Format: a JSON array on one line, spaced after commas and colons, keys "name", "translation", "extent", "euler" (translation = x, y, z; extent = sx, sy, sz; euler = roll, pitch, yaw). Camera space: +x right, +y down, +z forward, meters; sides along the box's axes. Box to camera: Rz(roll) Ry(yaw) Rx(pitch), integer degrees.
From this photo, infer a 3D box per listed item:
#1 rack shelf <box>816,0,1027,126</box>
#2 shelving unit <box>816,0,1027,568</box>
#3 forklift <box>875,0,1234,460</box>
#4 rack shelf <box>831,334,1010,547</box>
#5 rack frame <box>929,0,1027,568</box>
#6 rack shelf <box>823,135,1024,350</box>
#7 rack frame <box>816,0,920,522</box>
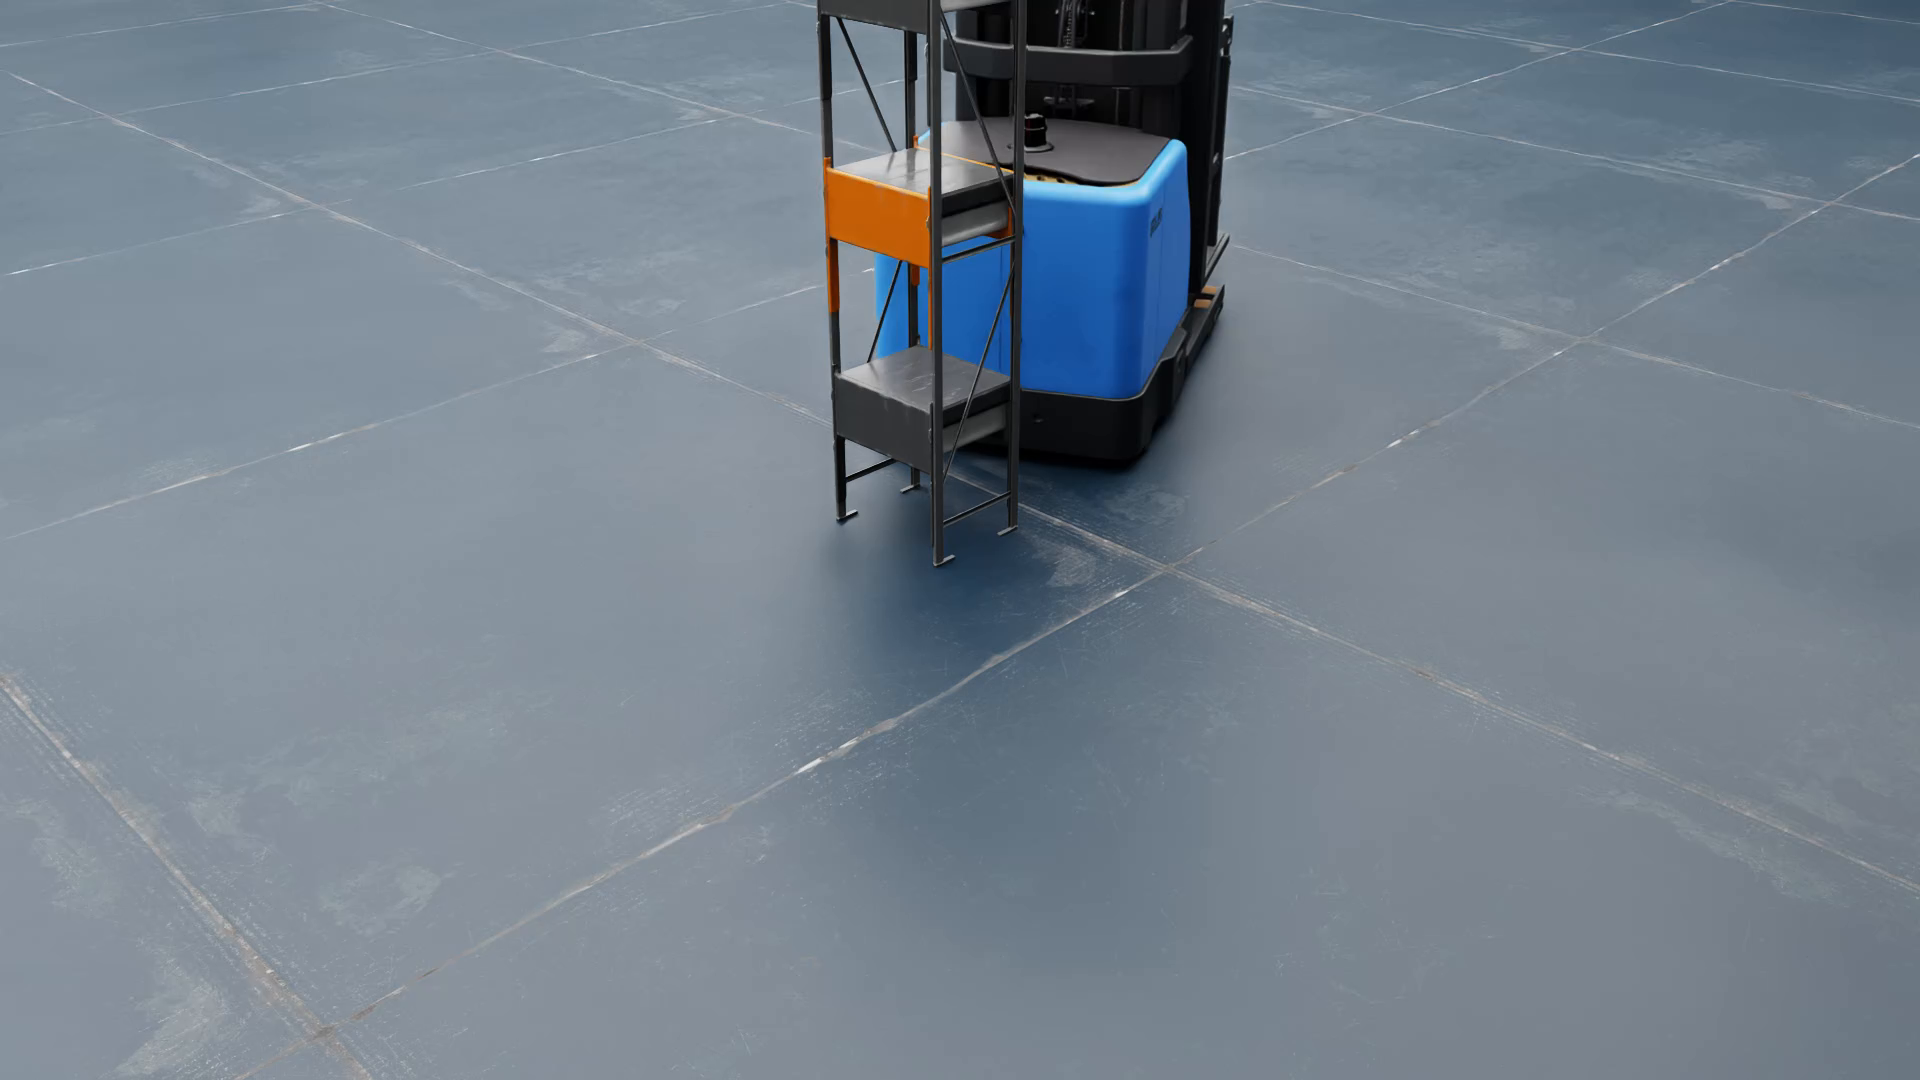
[{"name": "rack shelf", "translation": [-0.118, -1.591, 5.045], "extent": [0.480, 0.518, 0.431], "euler": [25, 36, 38]}, {"name": "shelving unit", "translation": [-0.118, -0.983, 5.364], "extent": [0.503, 2.100, 0.431], "euler": [25, 36, 38]}, {"name": "forklift", "translation": [0.589, -2.262, 6.903], "extent": [1.130, 2.935, 3.031], "euler": [8, 29, 15]}, {"name": "rack shelf", "translation": [-0.118, -0.352, 5.696], "extent": [0.480, 0.518, 0.431], "euler": [25, 36, 38]}, {"name": "rack frame", "translation": [0.056, -0.904, 5.213], "extent": [0.015, 2.100, 0.400], "euler": [25, 36, 38]}, {"name": "rack shelf", "translation": [-0.118, -0.971, 5.370], "extent": [0.480, 0.518, 0.431], "euler": [25, 36, 38]}, {"name": "rack frame", "translation": [-0.292, -1.063, 5.515], "extent": [0.015, 2.100, 0.400], "euler": [25, 36, 38]}]
